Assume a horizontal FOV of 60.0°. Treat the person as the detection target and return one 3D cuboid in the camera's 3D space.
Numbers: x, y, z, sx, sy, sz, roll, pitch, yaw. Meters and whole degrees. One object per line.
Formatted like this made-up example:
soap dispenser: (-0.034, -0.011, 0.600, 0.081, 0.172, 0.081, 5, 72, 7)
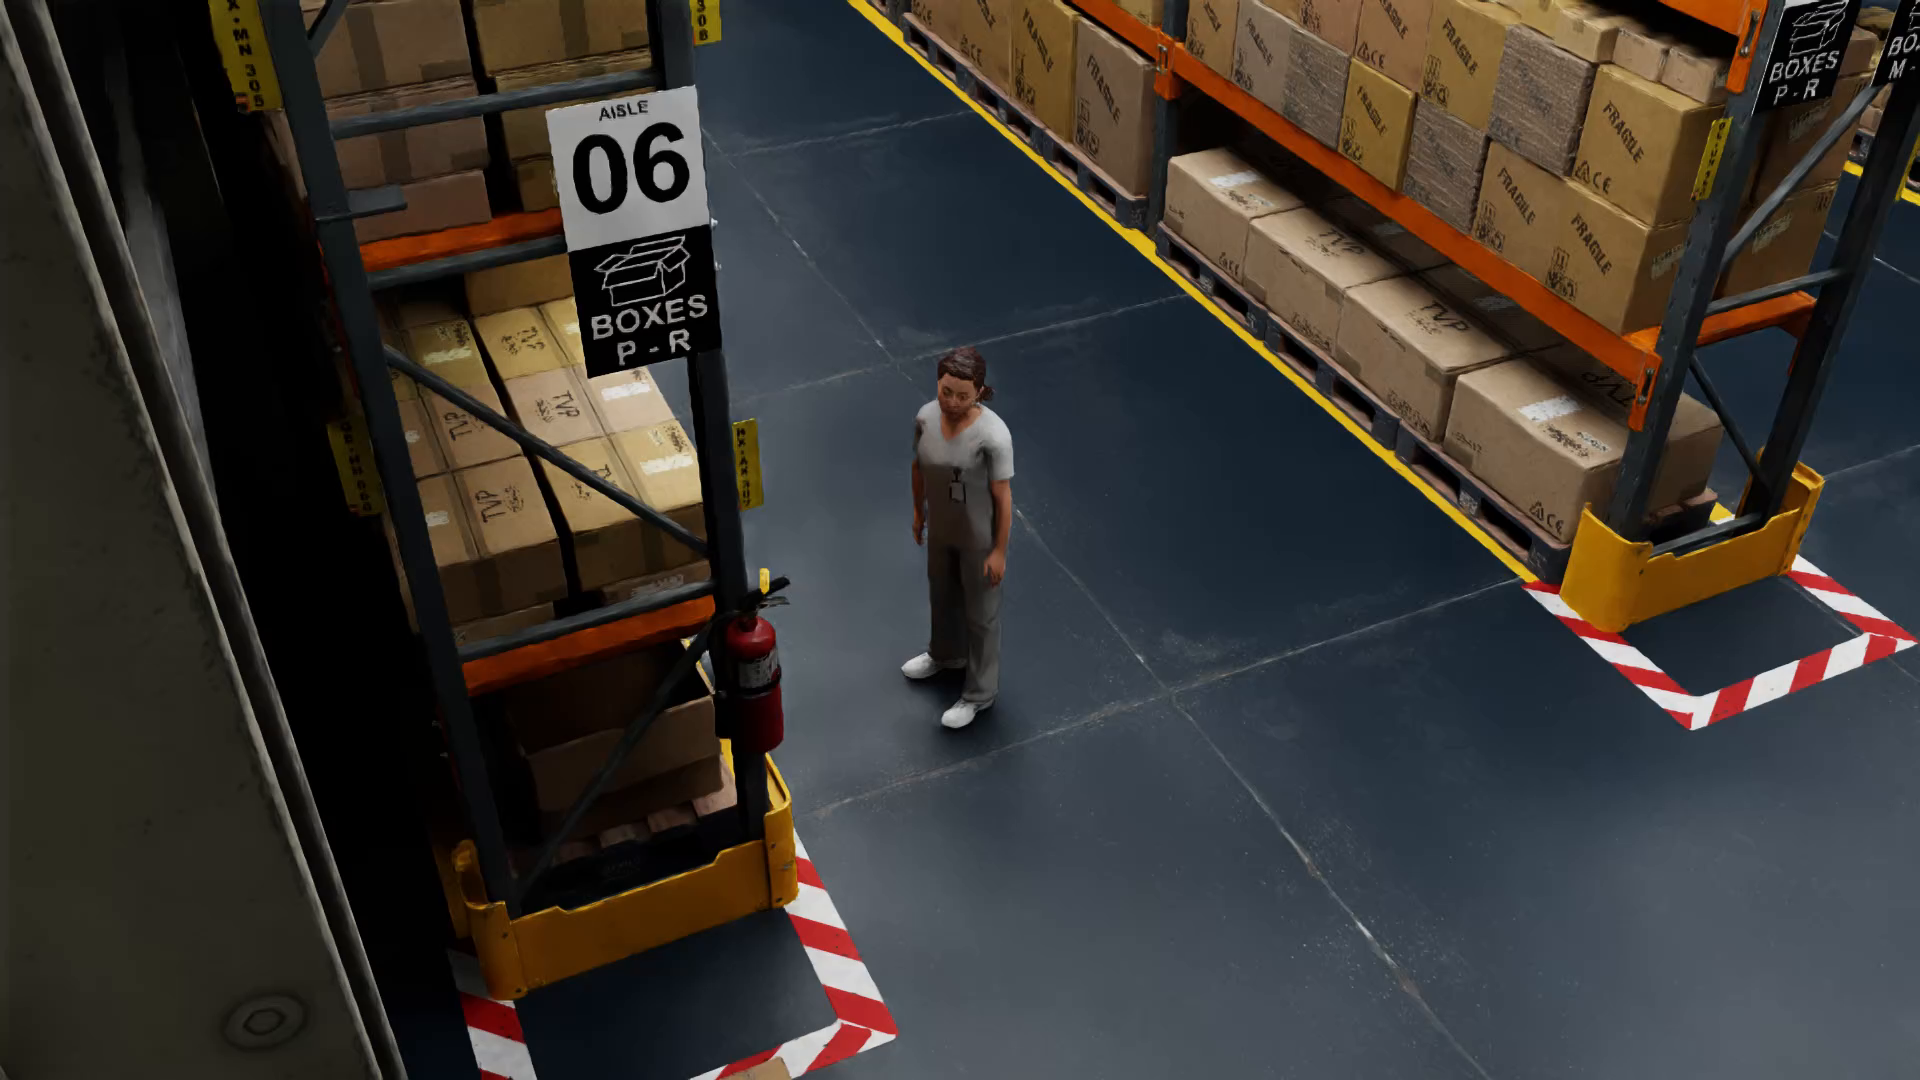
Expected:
person: (-0.031, -0.006, 6.616, 0.525, 1.680, 0.449, 25, 44, 29)
